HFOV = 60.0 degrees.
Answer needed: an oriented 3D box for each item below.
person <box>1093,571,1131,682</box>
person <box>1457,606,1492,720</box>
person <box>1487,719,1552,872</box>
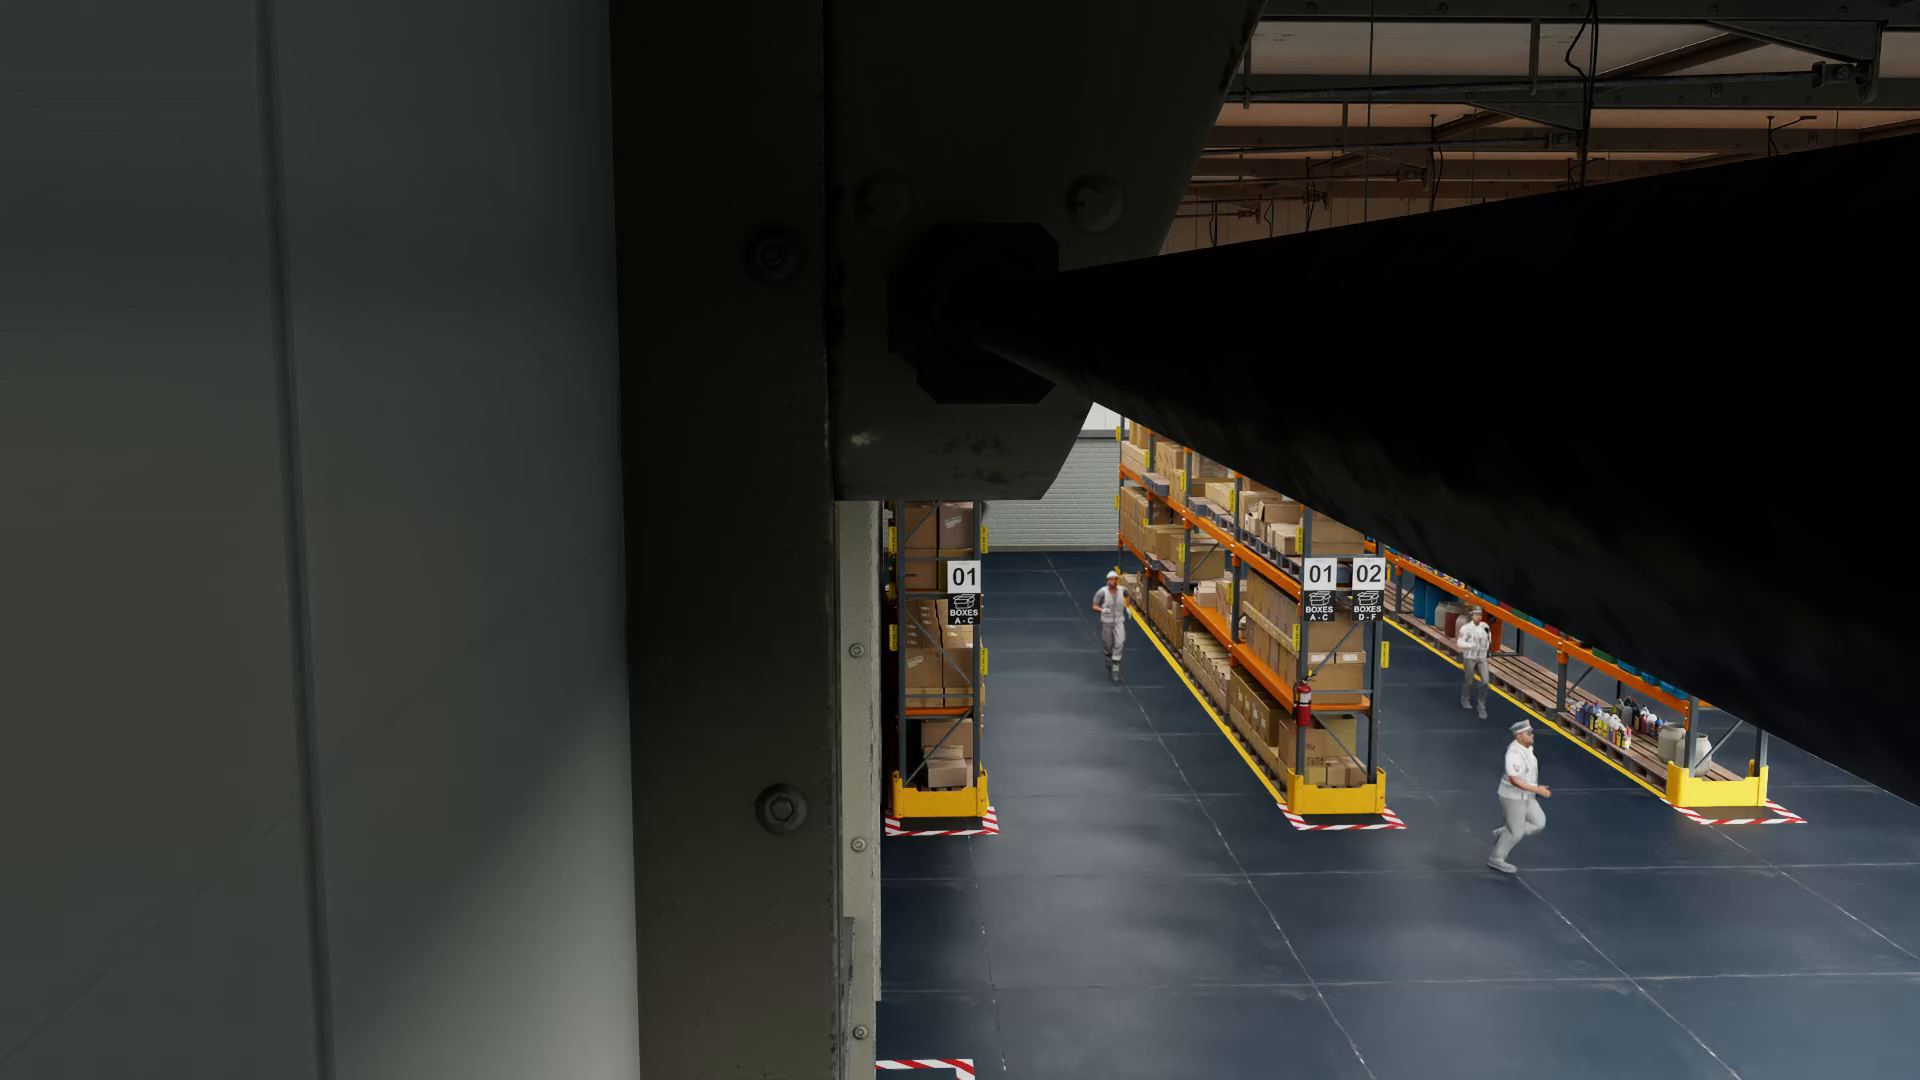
[{"bbox_3d":[2.568,1.426,28.105,0.690,1.848,0.913,-1,8,-6],"label":"person"},{"bbox_3d":[7.883,1.831,25.439,0.594,1.711,0.739,0,8,0],"label":"person"},{"bbox_3d":[6.254,2.827,18.481,0.672,1.743,0.695,5,10,32],"label":"person"}]
